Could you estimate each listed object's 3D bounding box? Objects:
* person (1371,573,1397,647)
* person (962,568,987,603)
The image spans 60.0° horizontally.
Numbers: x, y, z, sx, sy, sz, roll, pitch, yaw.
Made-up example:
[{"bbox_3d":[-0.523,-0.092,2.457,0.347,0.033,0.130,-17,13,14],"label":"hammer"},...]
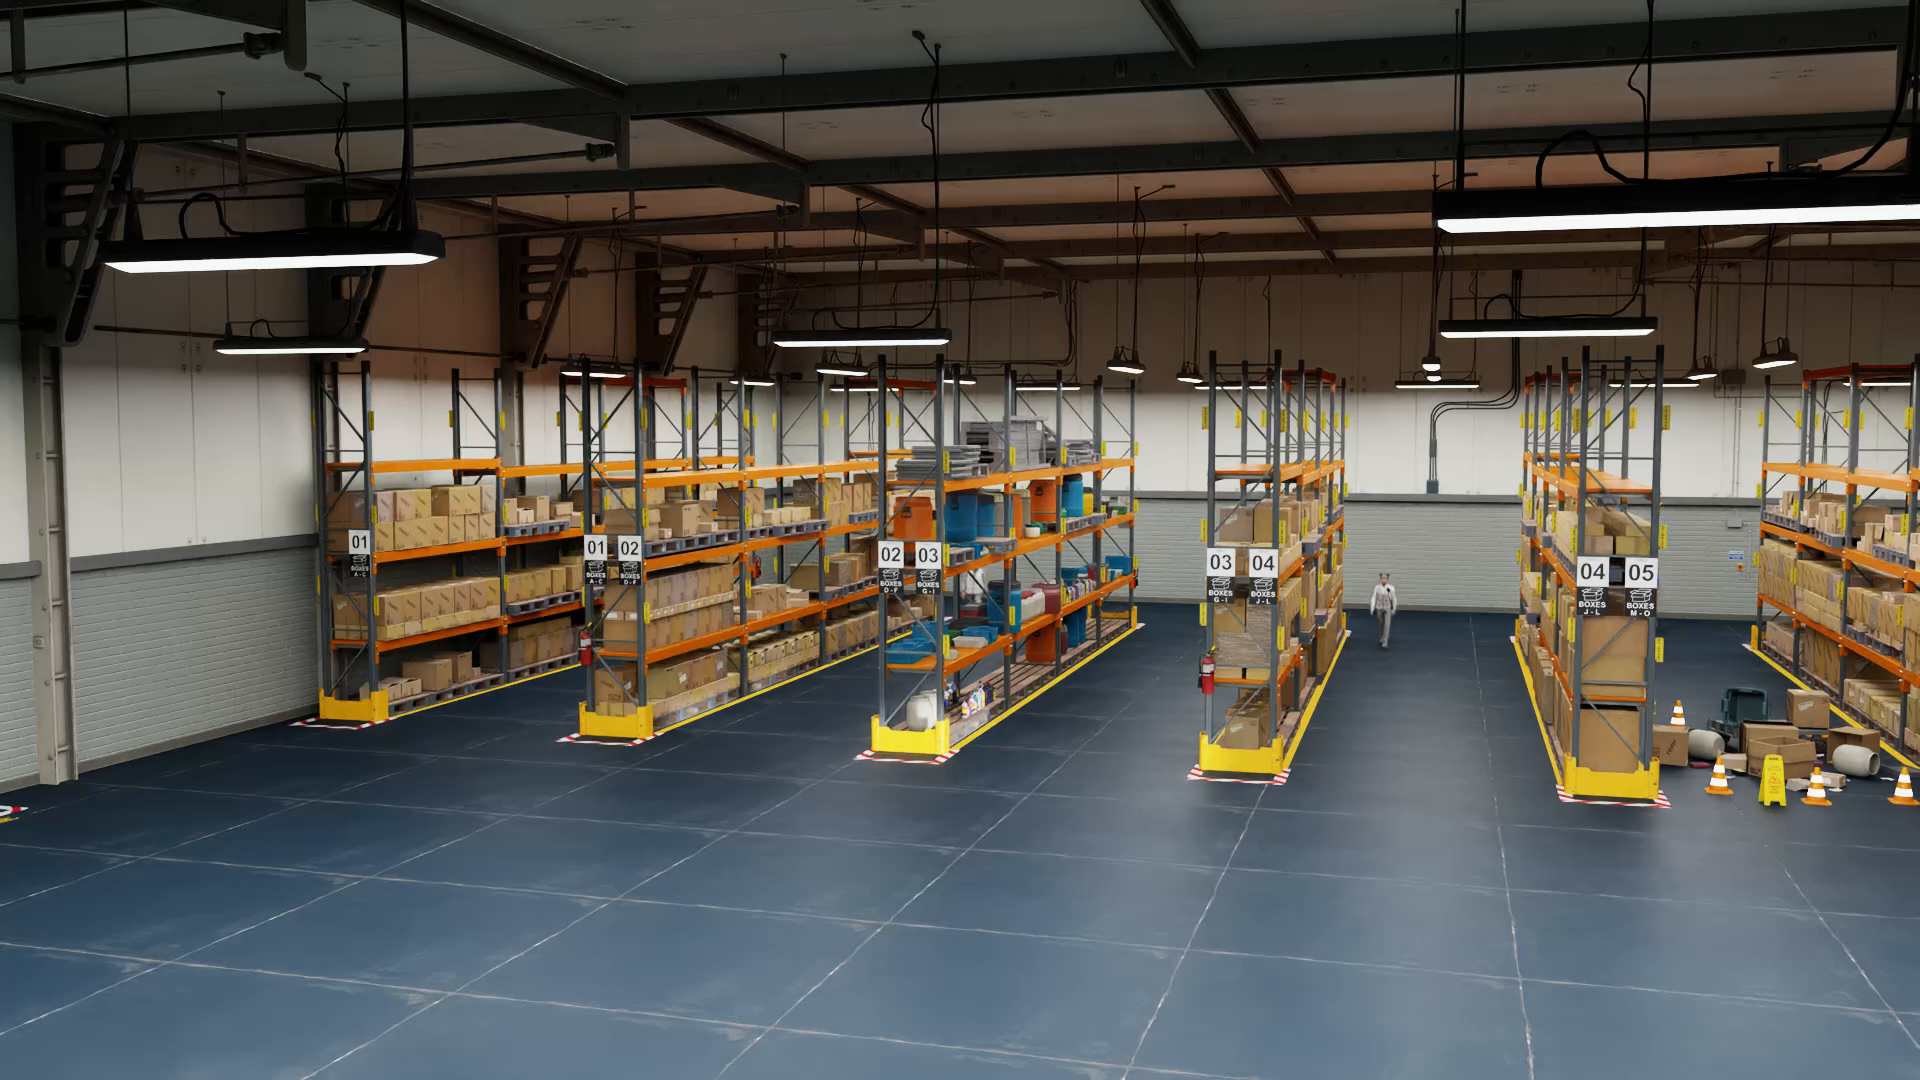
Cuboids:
[{"bbox_3d":[9.409,1.526,36.928,0.545,1.614,1.034,1,4,19],"label":"person"},{"bbox_3d":[0.333,1.261,40.262,0.566,1.721,1.084,1,4,13],"label":"person"}]
